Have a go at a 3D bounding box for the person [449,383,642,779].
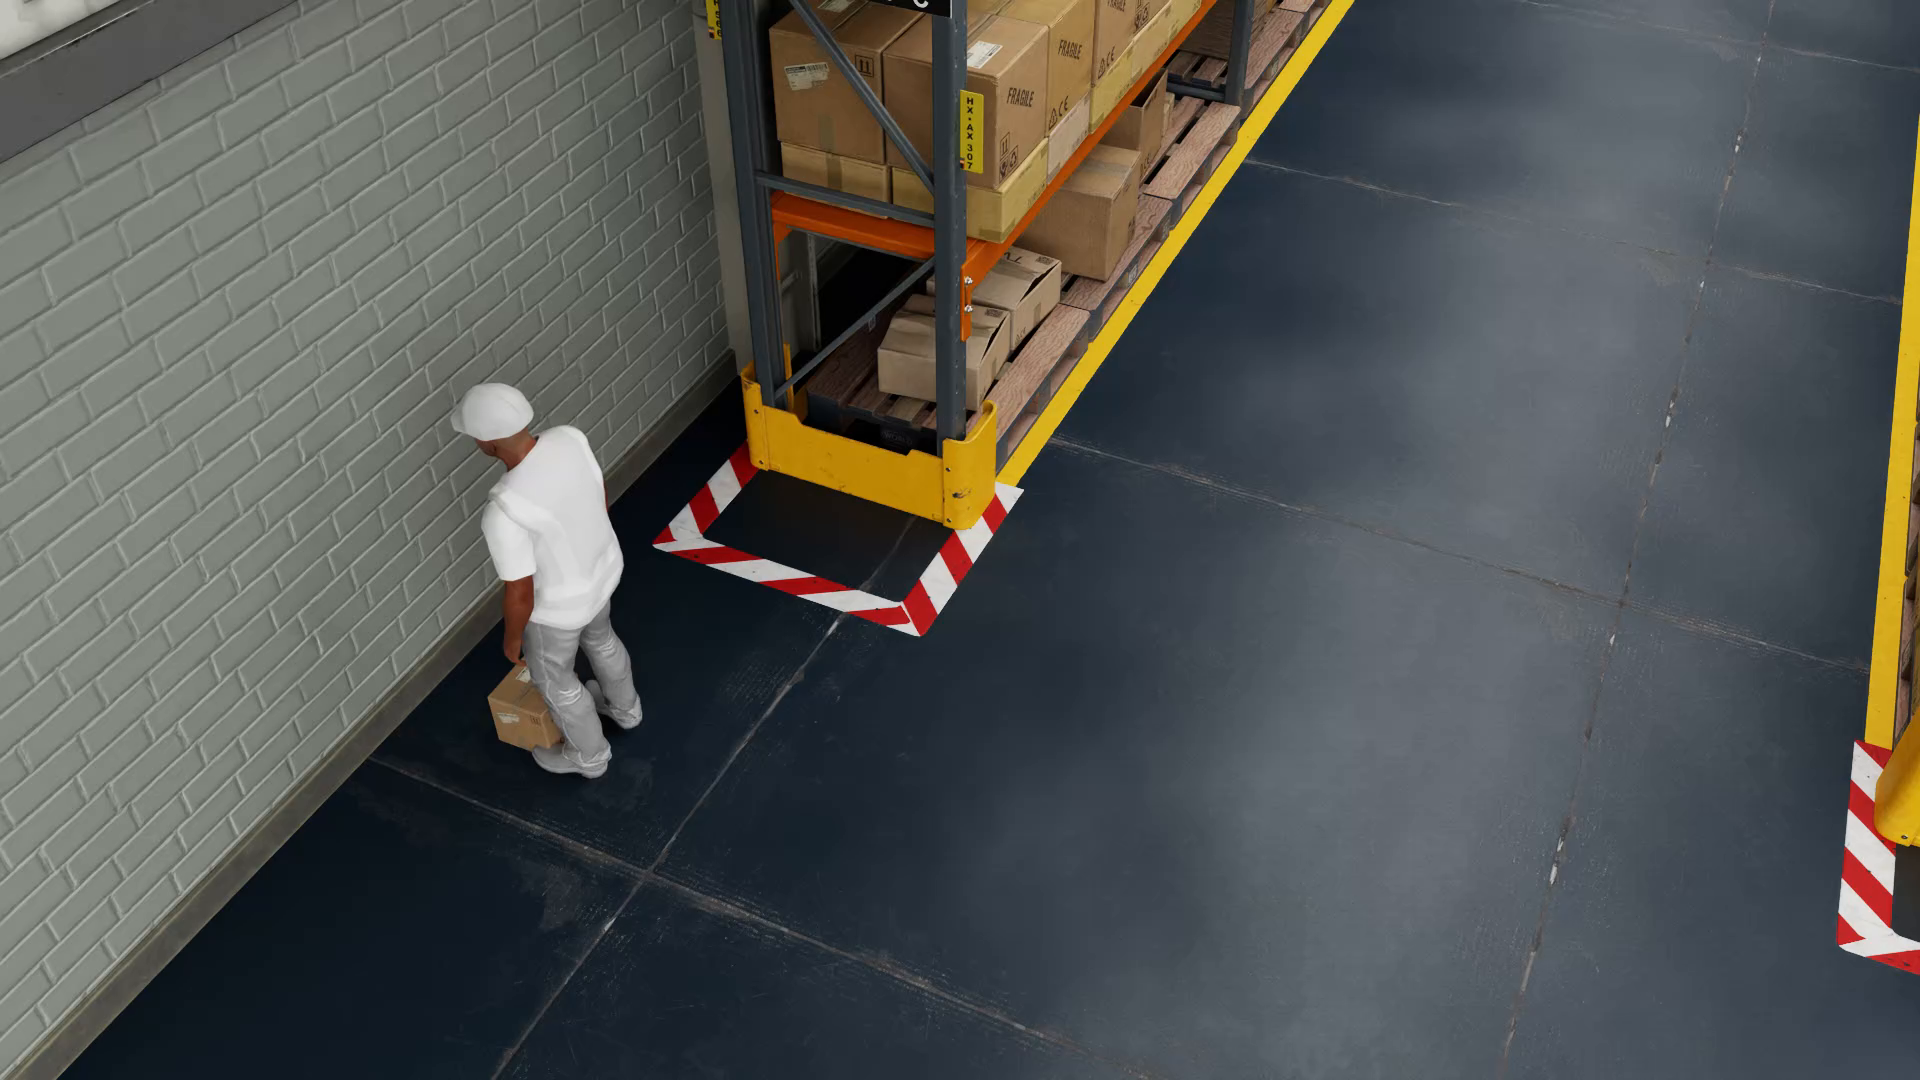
[{"bbox_3d":[-1.457,0.158,5.970,0.461,1.759,0.634,15,44,16],"label":"person"}]
